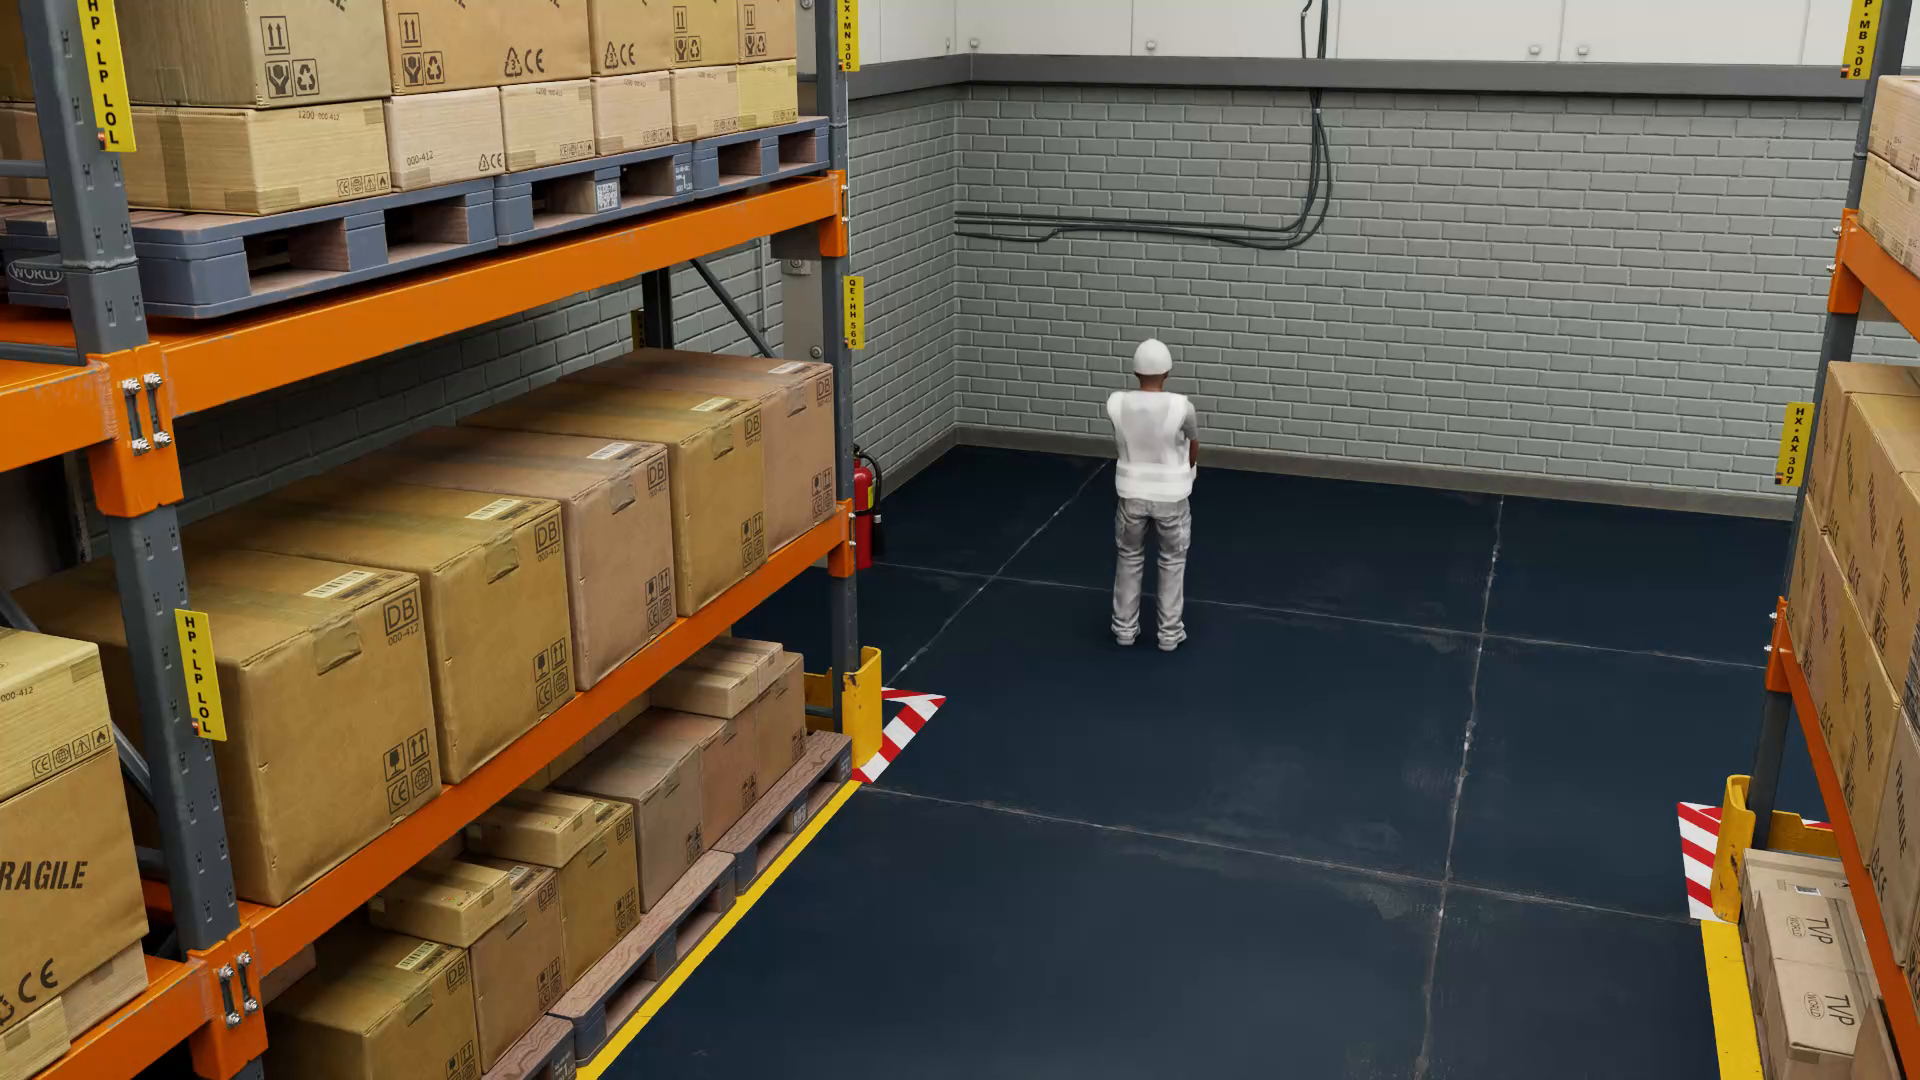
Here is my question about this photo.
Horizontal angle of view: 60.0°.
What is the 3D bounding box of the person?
[{"bbox_3d":[1.099,-0.282,9.381,0.487,1.778,0.574,7,20,19],"label":"person"}]
